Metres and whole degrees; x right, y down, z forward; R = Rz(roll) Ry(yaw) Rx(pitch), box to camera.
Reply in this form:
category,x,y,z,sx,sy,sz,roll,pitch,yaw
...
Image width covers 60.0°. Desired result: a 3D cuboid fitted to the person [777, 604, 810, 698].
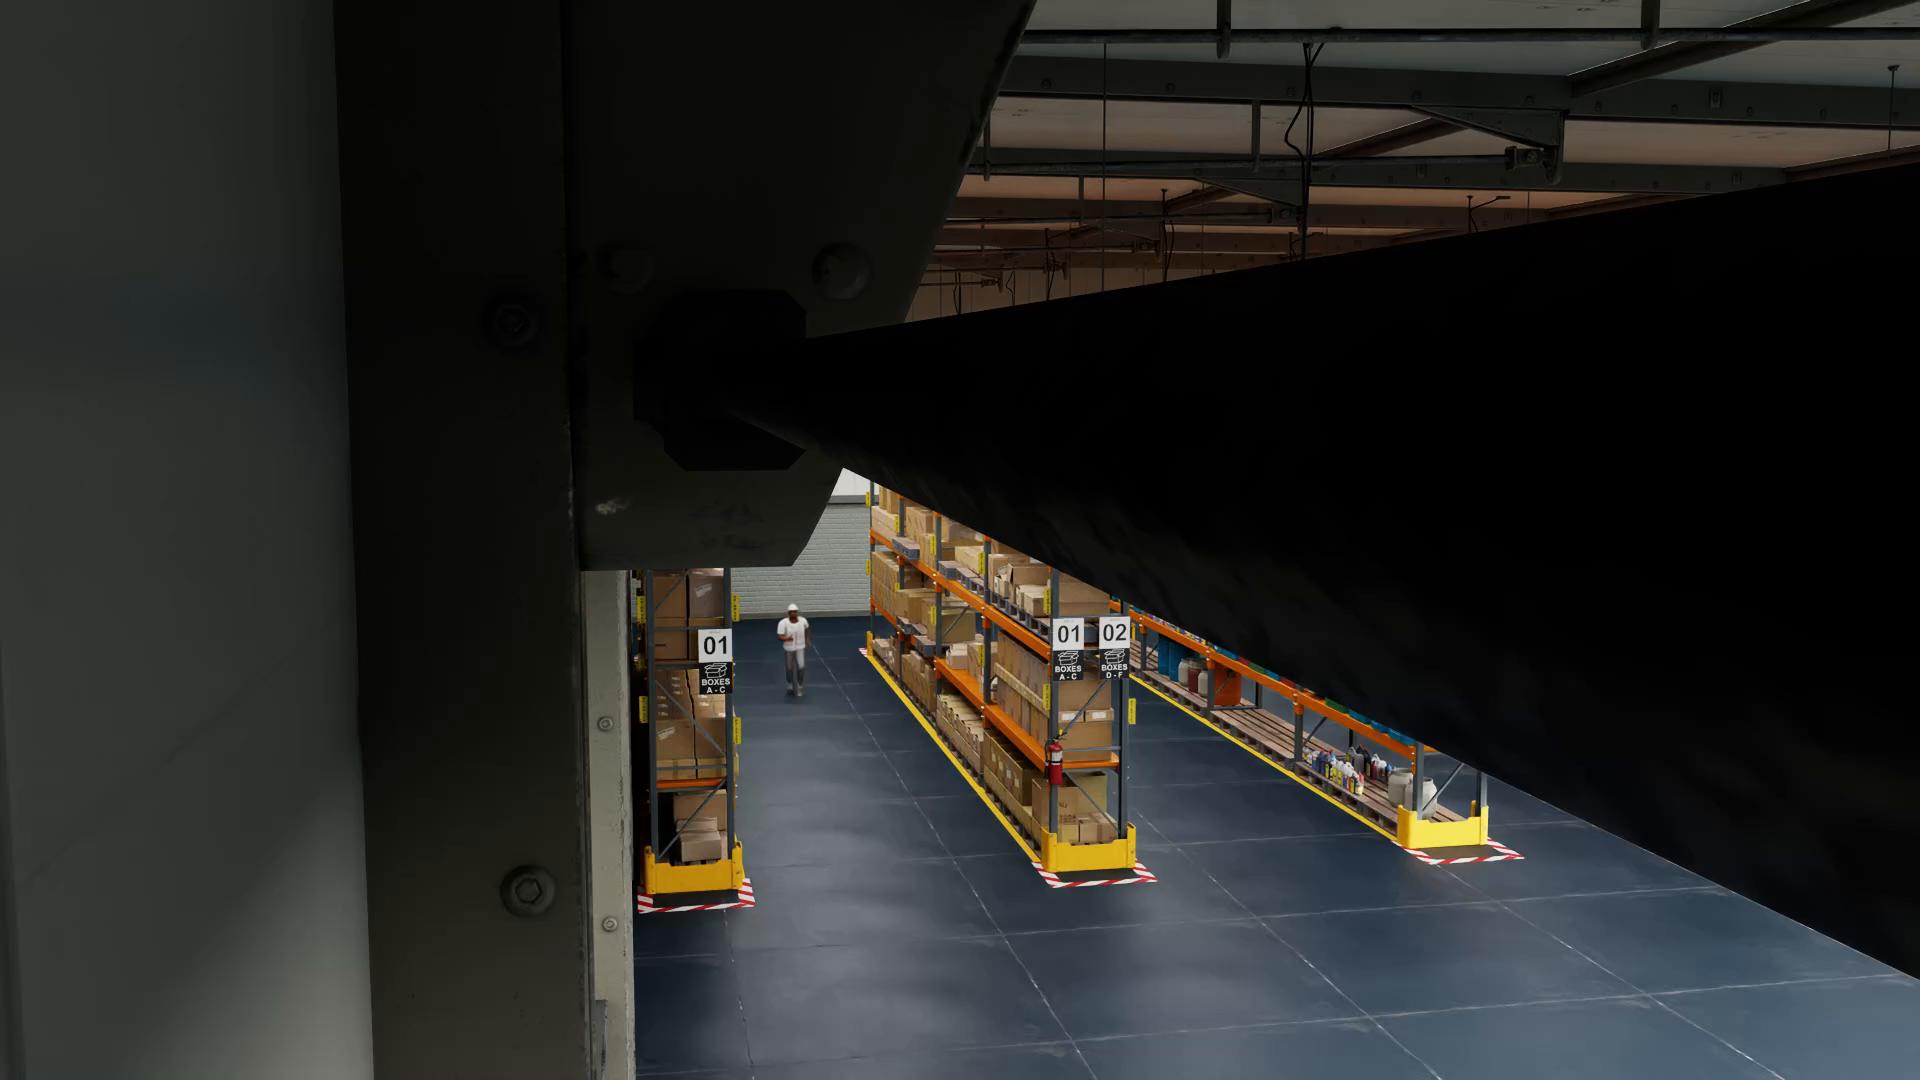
category,x,y,z,sx,sy,sz,roll,pitch,yaw
person,-3.185,2.124,31.959,0.664,1.811,0.830,-1,6,-12
